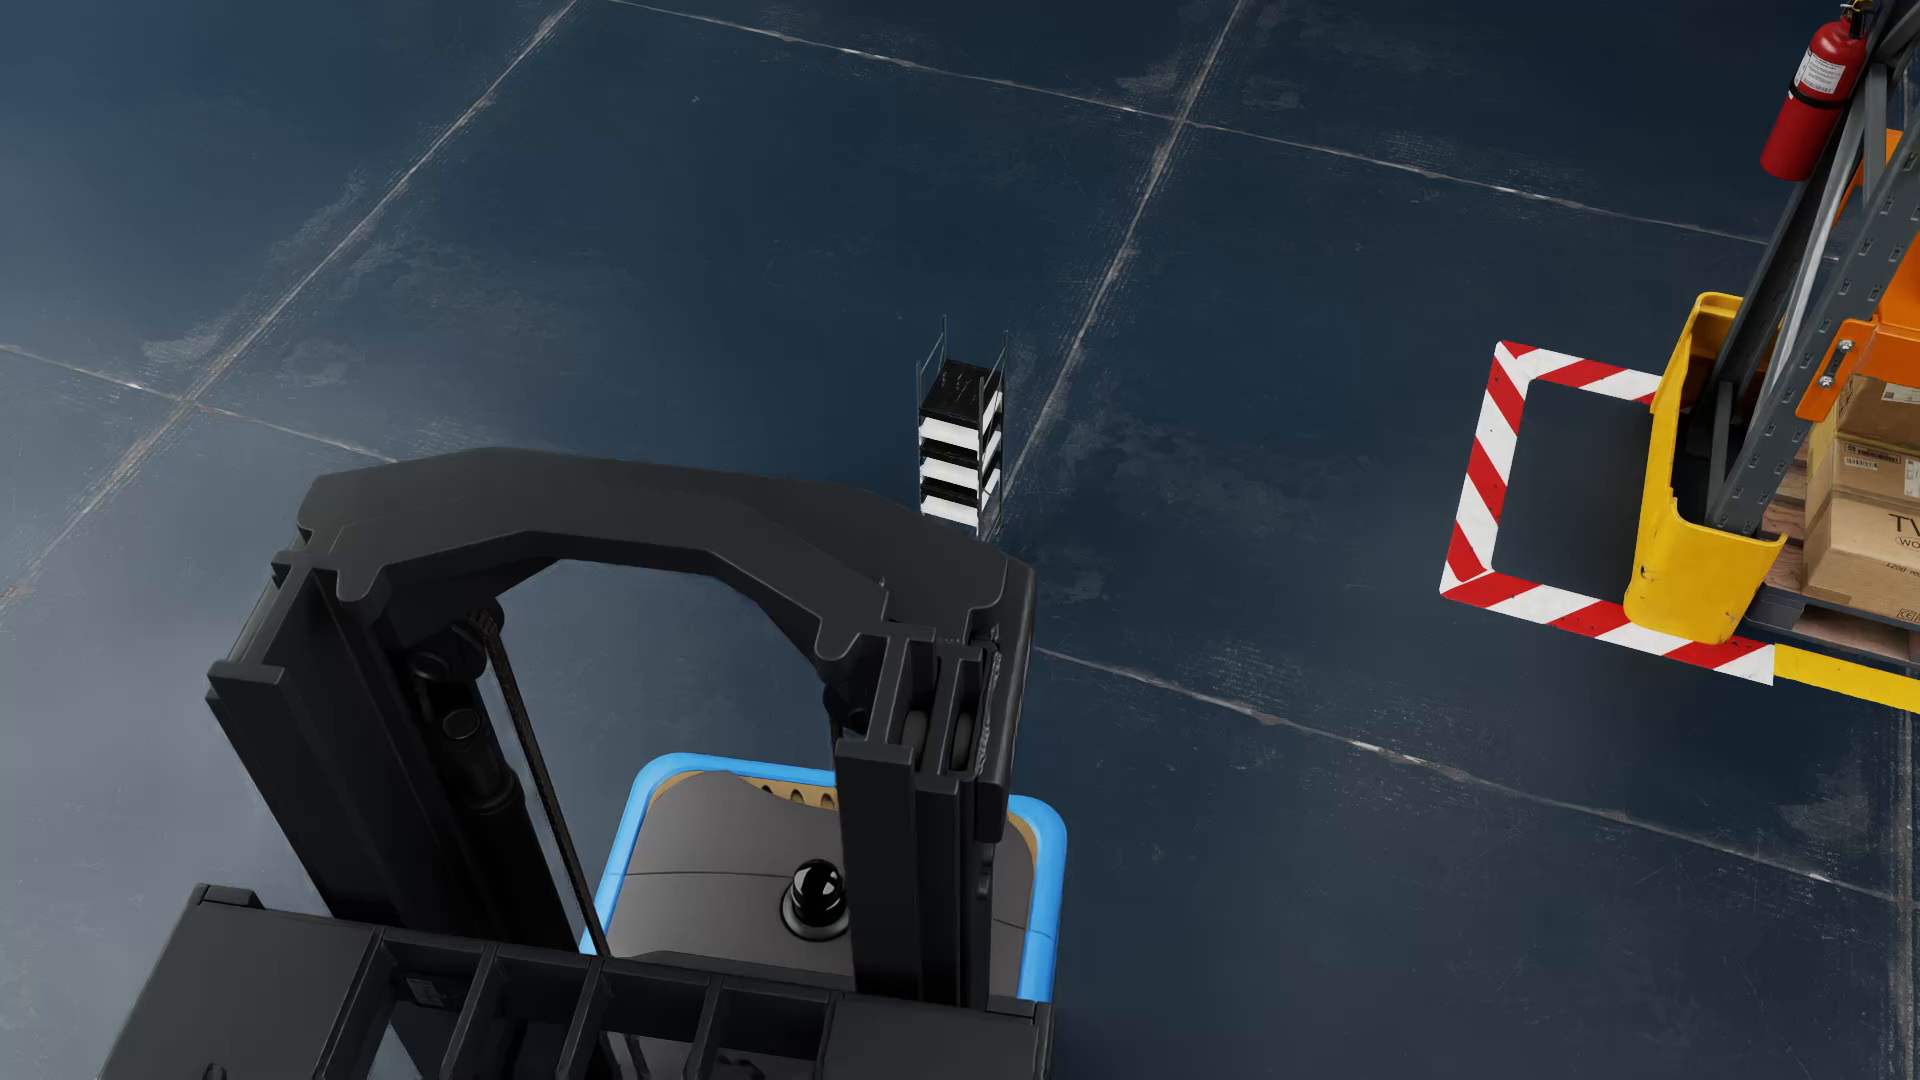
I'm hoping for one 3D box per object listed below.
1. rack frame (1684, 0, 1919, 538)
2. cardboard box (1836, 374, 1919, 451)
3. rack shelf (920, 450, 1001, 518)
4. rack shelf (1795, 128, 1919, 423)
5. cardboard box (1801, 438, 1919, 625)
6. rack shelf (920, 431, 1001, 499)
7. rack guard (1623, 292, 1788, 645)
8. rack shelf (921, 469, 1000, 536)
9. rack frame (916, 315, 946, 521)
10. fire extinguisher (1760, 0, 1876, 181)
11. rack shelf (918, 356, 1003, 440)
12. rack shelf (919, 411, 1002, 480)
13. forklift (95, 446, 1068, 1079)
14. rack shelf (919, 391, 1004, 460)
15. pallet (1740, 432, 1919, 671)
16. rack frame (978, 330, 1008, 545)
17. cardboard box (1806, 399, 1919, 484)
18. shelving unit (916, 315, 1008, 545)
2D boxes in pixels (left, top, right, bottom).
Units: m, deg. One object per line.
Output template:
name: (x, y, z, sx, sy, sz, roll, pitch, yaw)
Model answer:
rack frame: (2.581, -1.075, 4.697, 0.127, 3.000, 1.000, 16, 51, 13)
cardboard box: (3.187, -0.629, 5.355, 0.500, 0.500, 0.500, 16, 51, 13)
rack shelf: (0.008, -0.212, 5.501, 0.200, 0.077, 0.258, 16, 51, 13)
rack shelf: (4.457, -0.316, 4.515, 4.000, 0.370, 1.077, 16, 51, 13)
cardboard box: (3.007, -0.014, 5.319, 0.500, 0.250, 0.500, 16, 51, 13)
rack shelf: (0.008, -0.271, 5.433, 0.200, 0.077, 0.258, 16, 51, 13)
rack guard: (2.558, -0.263, 5.647, 0.348, 0.500, 1.175, 16, 51, 13)
rack shelf: (0.008, -0.153, 5.569, 0.200, 0.077, 0.258, 16, 51, 13)
rack frame: (-0.088, -0.319, 5.431, 0.006, 0.900, 0.240, 16, 51, 13)
fire extinguisher: (2.631, -1.410, 5.039, 0.183, 0.674, 0.296, 16, 51, 13)
rack shelf: (0.008, -0.448, 5.229, 0.200, 0.077, 0.258, 16, 51, 13)
rack shelf: (0.008, -0.330, 5.365, 0.200, 0.077, 0.258, 16, 51, 13)
forklift: (-0.470, 1.392, 2.604, 1.130, 2.935, 3.031, 7, 49, 6)
rack shelf: (0.008, -0.389, 5.297, 0.200, 0.077, 0.258, 16, 51, 13)
pallet: (3.313, 0.008, 5.603, 1.213, 0.211, 1.003, 16, 51, 13)
rack frame: (0.103, -0.266, 5.385, 0.006, 0.900, 0.240, 16, 51, 13)
cardboard box: (3.186, -0.381, 5.637, 0.500, 0.250, 0.500, 16, 51, 13)
shelving unit: (0.008, -0.293, 5.408, 0.210, 0.900, 0.258, 16, 51, 13)
